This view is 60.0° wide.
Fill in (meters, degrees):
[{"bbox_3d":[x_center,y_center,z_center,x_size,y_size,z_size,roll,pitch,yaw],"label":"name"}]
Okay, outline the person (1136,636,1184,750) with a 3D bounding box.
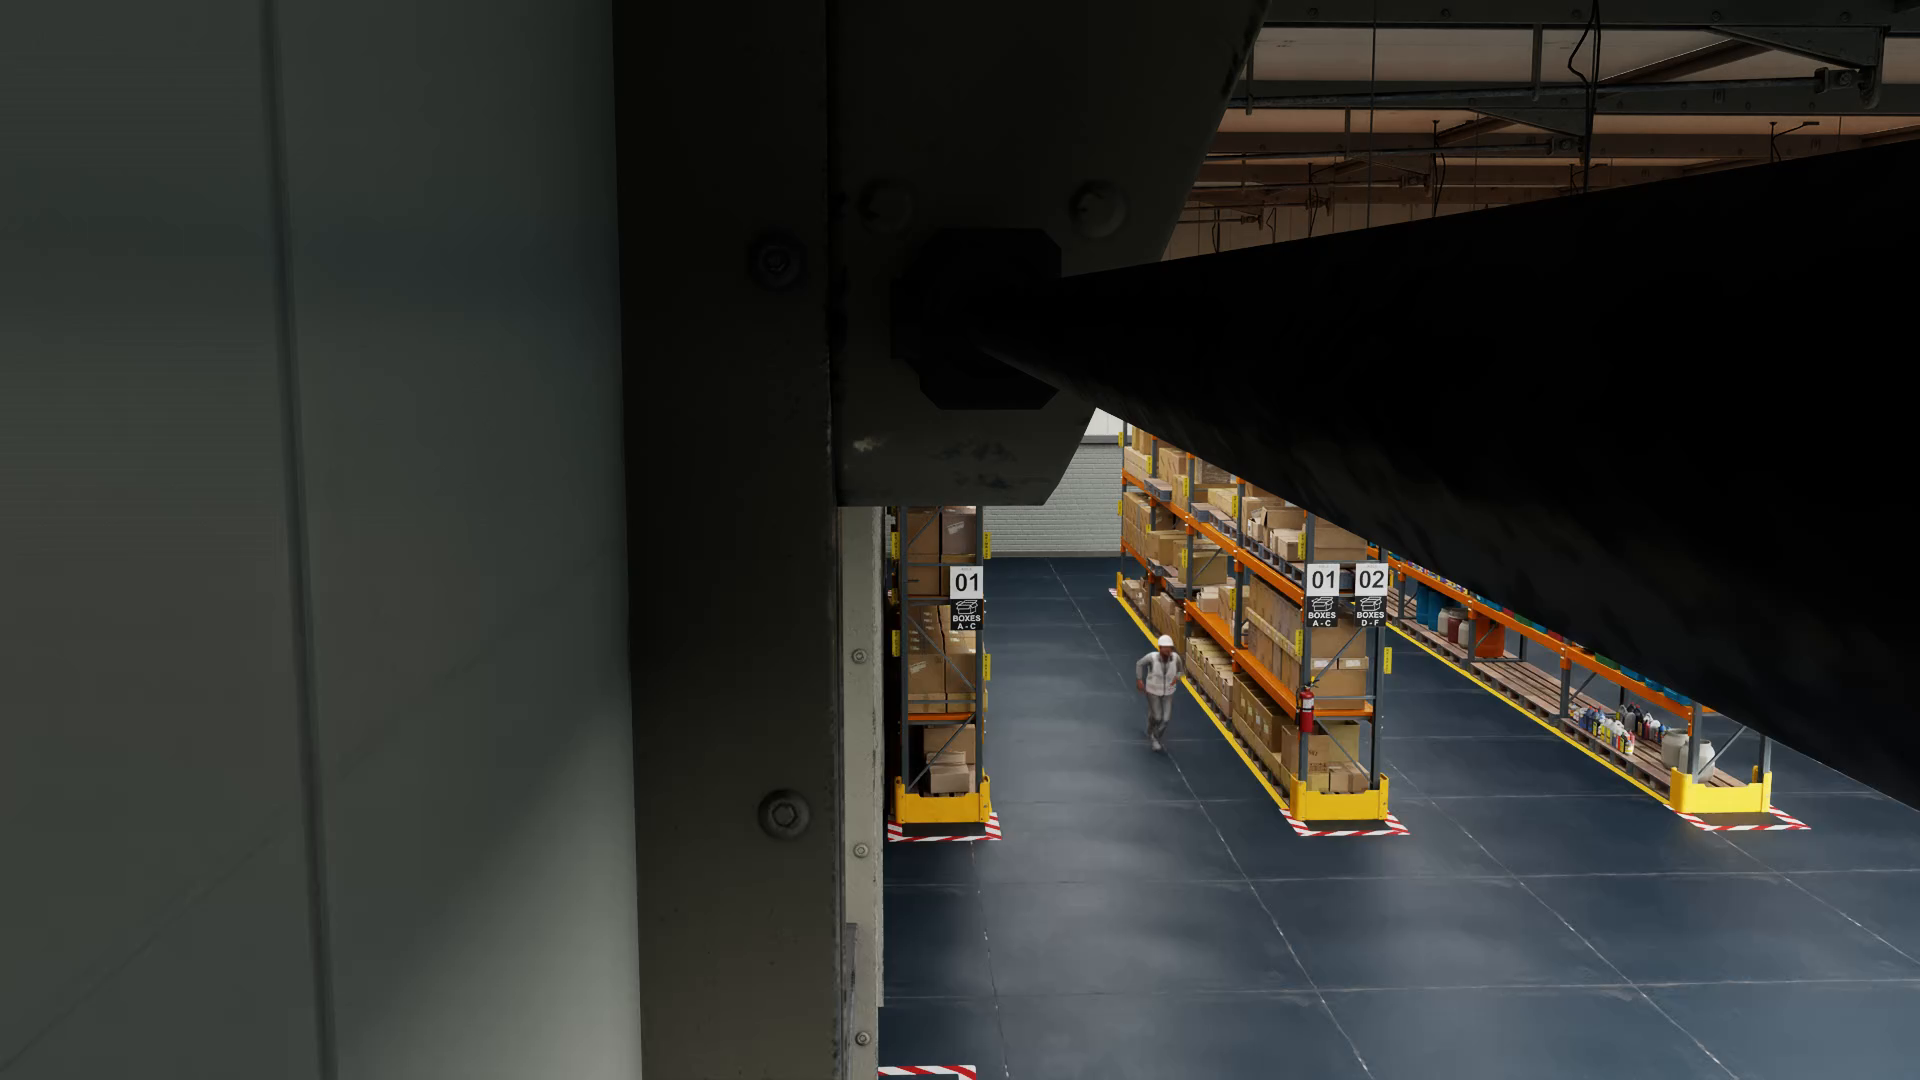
[{"bbox_3d":[2.868,2.177,23.740,0.647,1.703,0.721,-2,8,-12],"label":"person"}]
